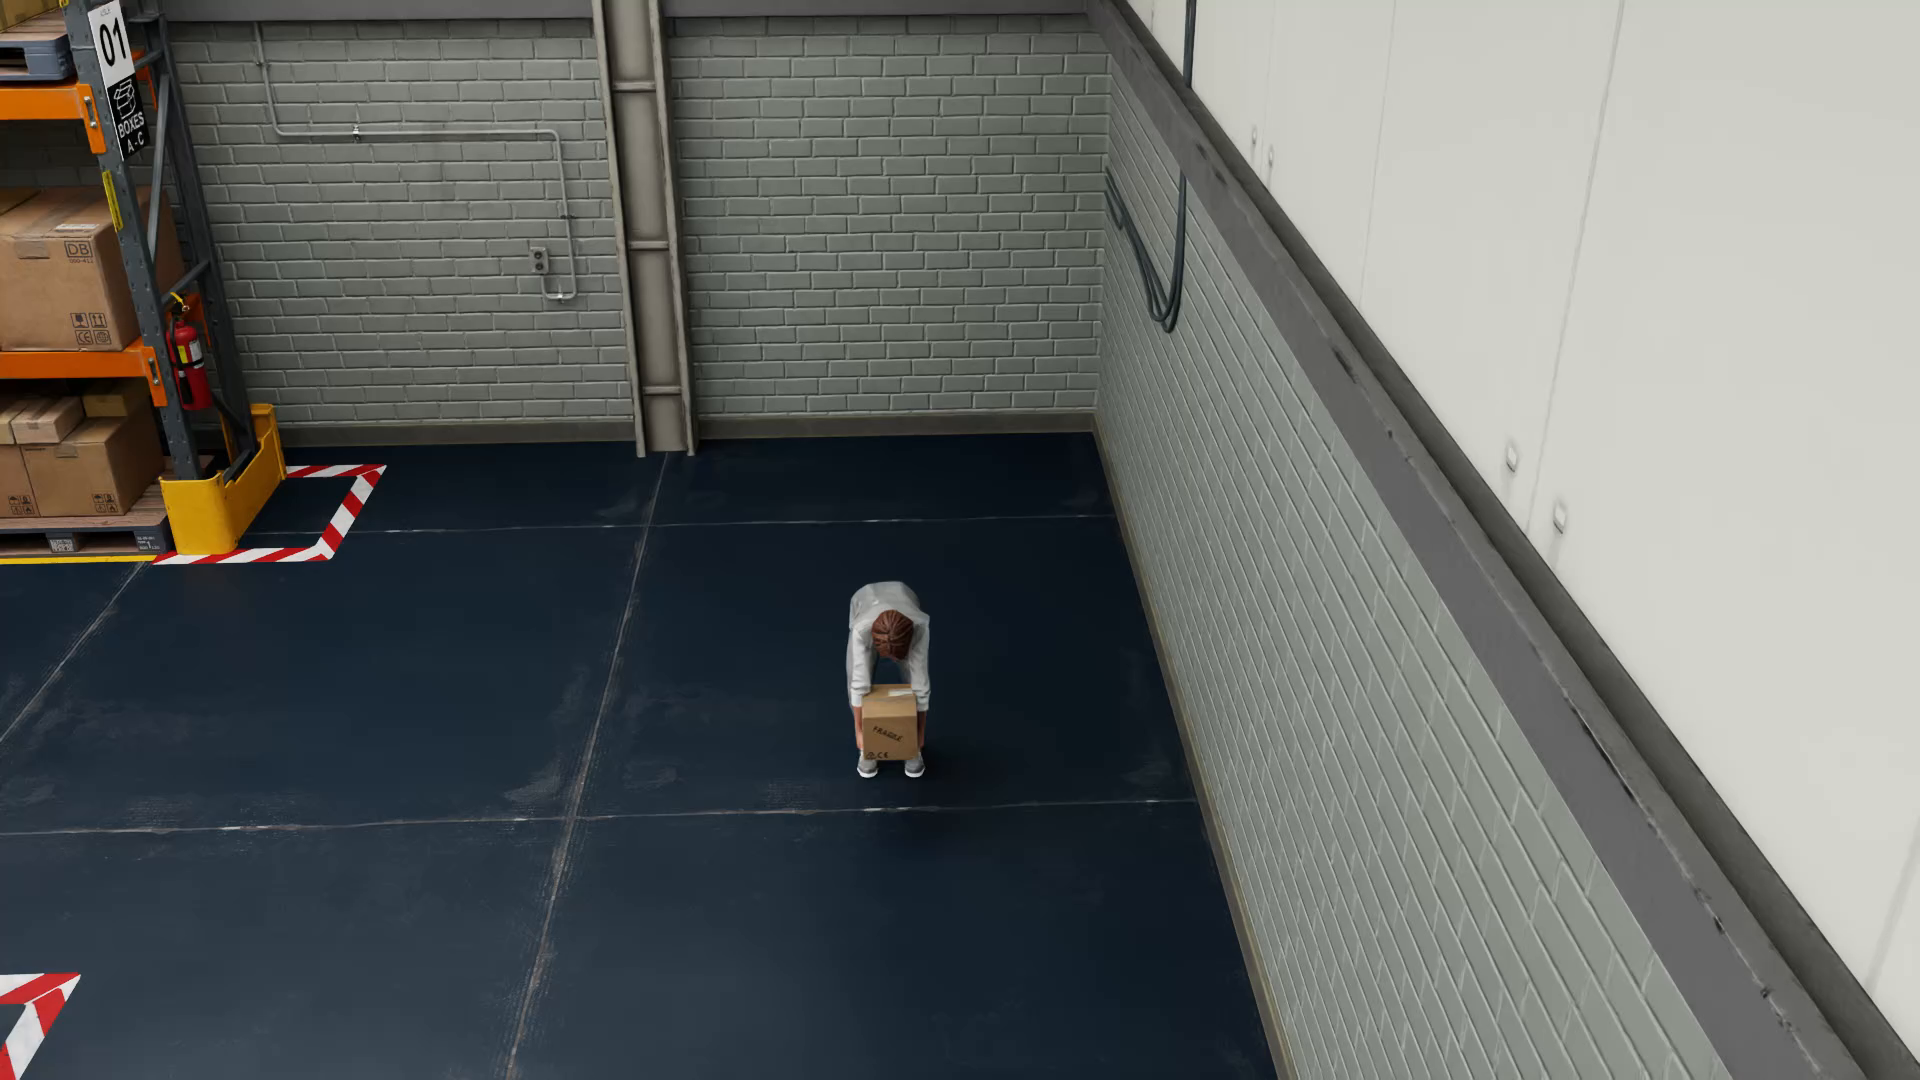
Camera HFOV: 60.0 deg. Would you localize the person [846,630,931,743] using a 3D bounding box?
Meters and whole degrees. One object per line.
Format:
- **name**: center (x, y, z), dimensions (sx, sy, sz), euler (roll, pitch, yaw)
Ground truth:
- **person**: center (-0.349, 0.687, 8.044), dimensions (0.398, 0.792, 0.365), euler (-2, 28, -5)
